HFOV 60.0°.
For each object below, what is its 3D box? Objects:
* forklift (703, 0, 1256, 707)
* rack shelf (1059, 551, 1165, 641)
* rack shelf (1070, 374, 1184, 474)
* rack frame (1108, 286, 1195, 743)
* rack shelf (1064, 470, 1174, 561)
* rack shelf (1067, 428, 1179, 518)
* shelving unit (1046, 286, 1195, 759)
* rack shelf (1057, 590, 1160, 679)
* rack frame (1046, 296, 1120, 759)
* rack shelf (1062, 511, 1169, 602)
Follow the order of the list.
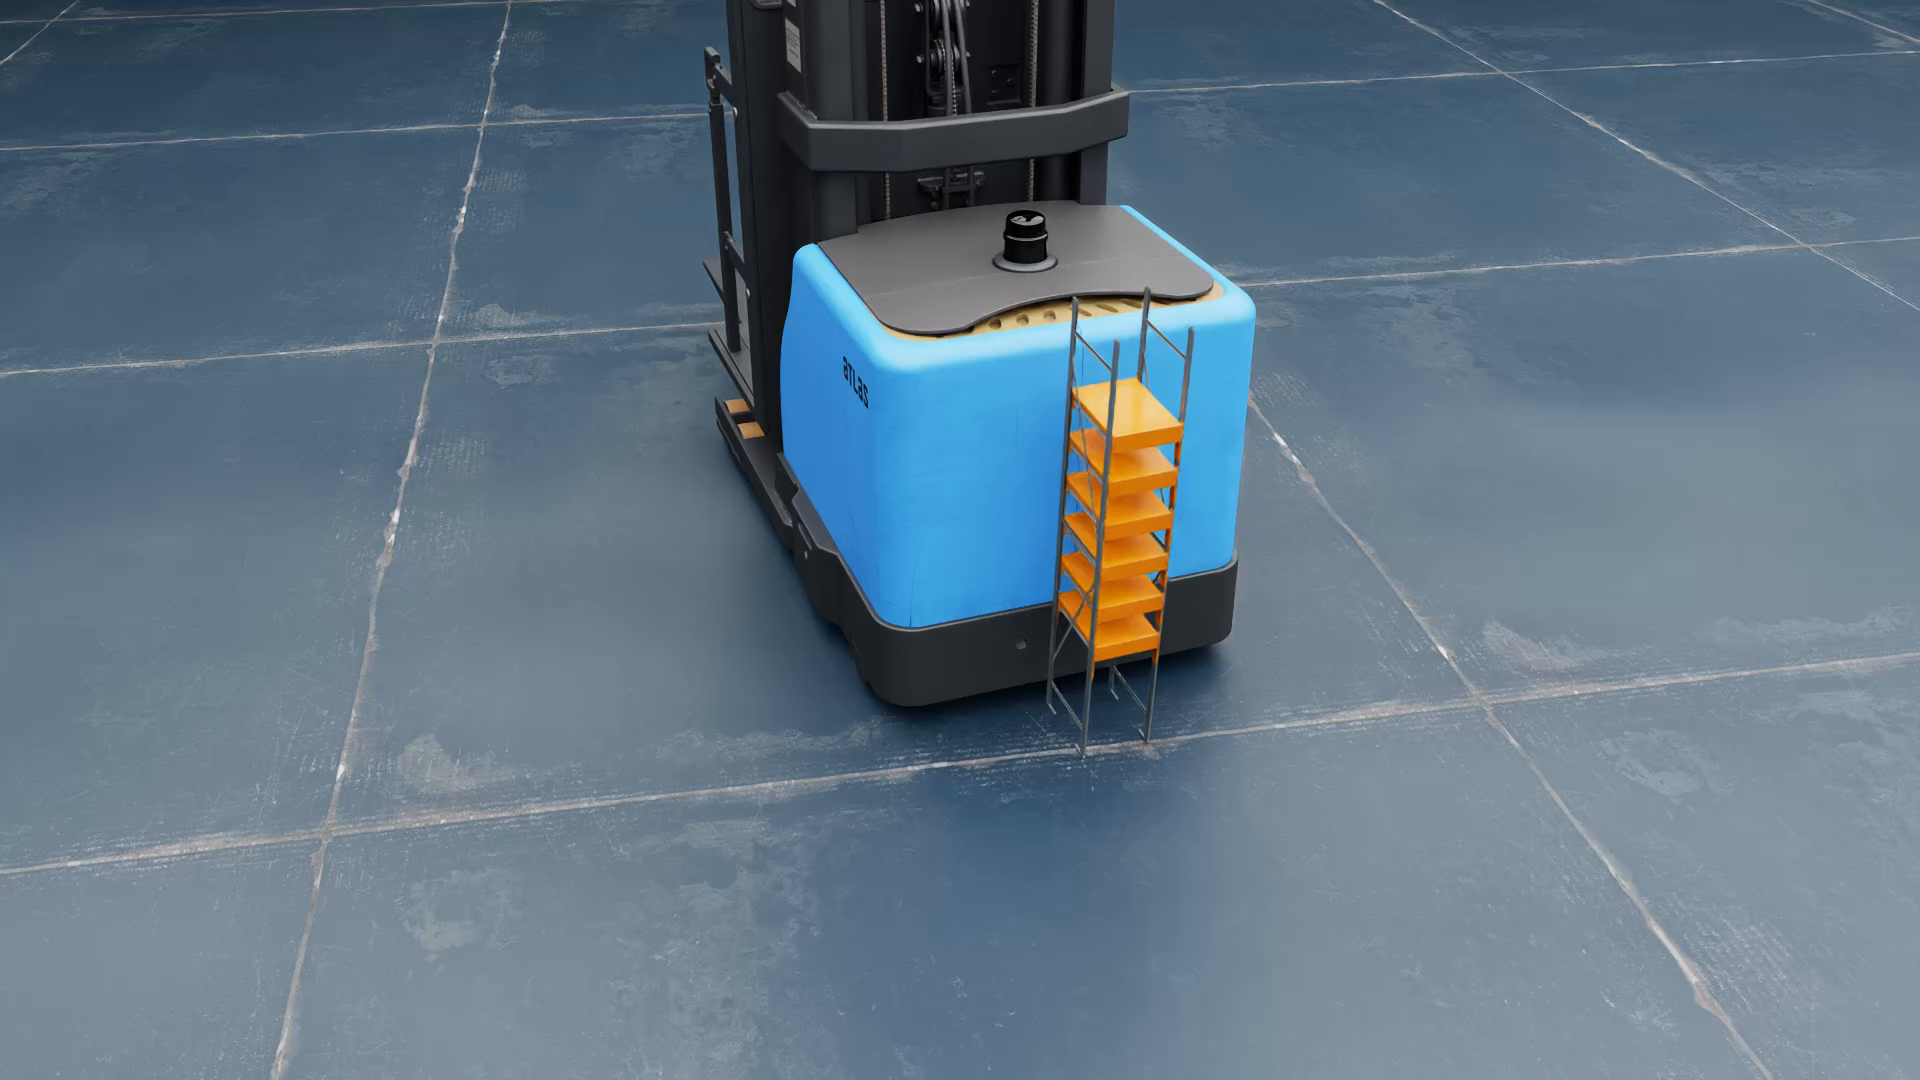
[{"bbox_3d":[-0.211,-1.560,5.012,1.130,2.935,3.031,-10,32,-17],"label":"forklift"},{"bbox_3d":[0.372,0.124,4.164,0.180,0.103,0.258,-11,36,-18],"label":"rack shelf"},{"bbox_3d":[0.383,-0.274,3.895,0.180,0.103,0.258,-11,36,-18],"label":"rack shelf"},{"bbox_3d":[0.461,-0.029,4.100,0.006,1.200,0.240,-11,36,-18],"label":"rack frame"},{"bbox_3d":[0.377,-0.075,4.029,0.180,0.103,0.258,-11,36,-18],"label":"rack shelf"},{"bbox_3d":[0.380,-0.175,3.962,0.180,0.103,0.258,-11,36,-18],"label":"rack shelf"},{"bbox_3d":[0.376,-0.013,4.072,0.189,1.200,0.258,-11,36,-18],"label":"shelving unit"},{"bbox_3d":[0.369,0.223,4.231,0.180,0.103,0.258,-11,36,-18],"label":"rack shelf"},{"bbox_3d":[0.290,0.004,4.043,0.006,1.200,0.240,-11,36,-18],"label":"rack frame"},{"bbox_3d":[0.375,0.024,4.096,0.180,0.103,0.258,-11,36,-18],"label":"rack shelf"}]
